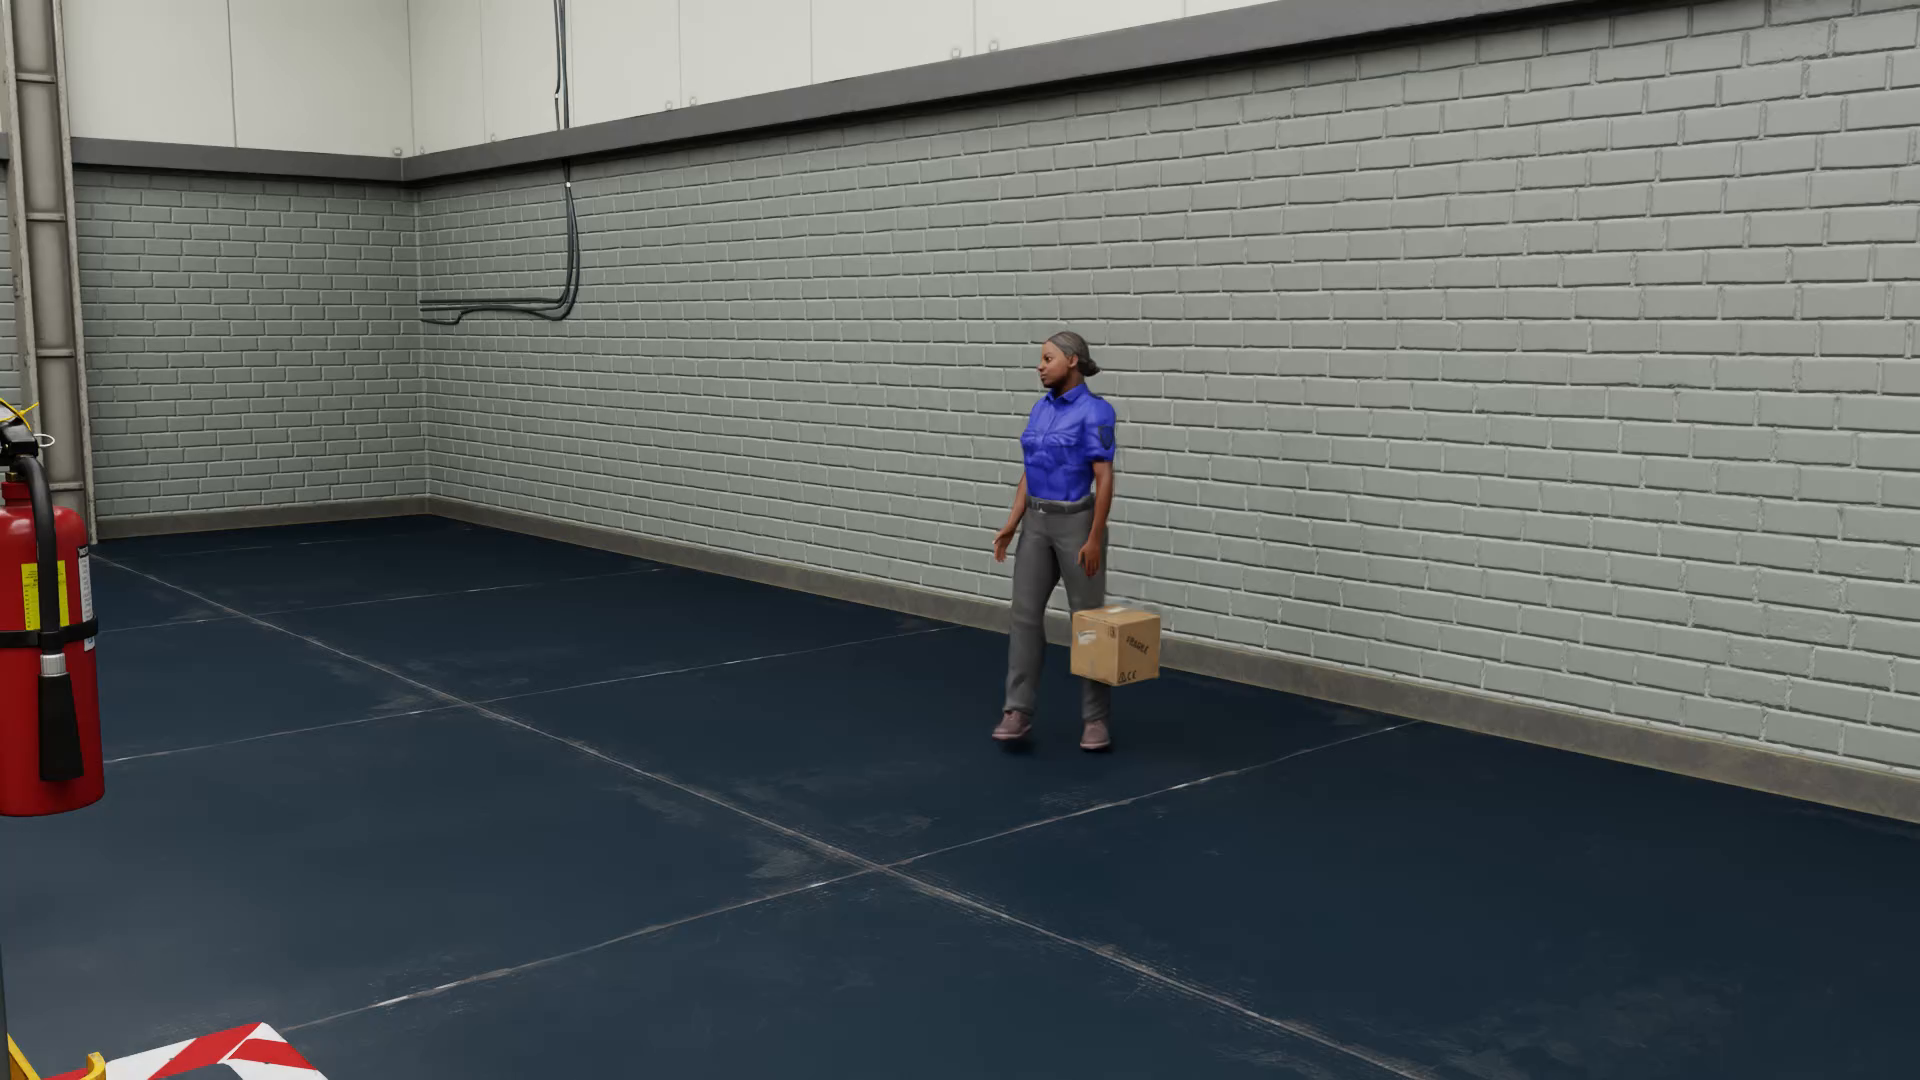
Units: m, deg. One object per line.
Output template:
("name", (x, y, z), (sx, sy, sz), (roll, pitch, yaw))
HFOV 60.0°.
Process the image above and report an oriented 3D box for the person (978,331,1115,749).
("person", (0.348, -0.009, 6.710), (0.527, 1.658, 0.548), (-4, 9, -29))
